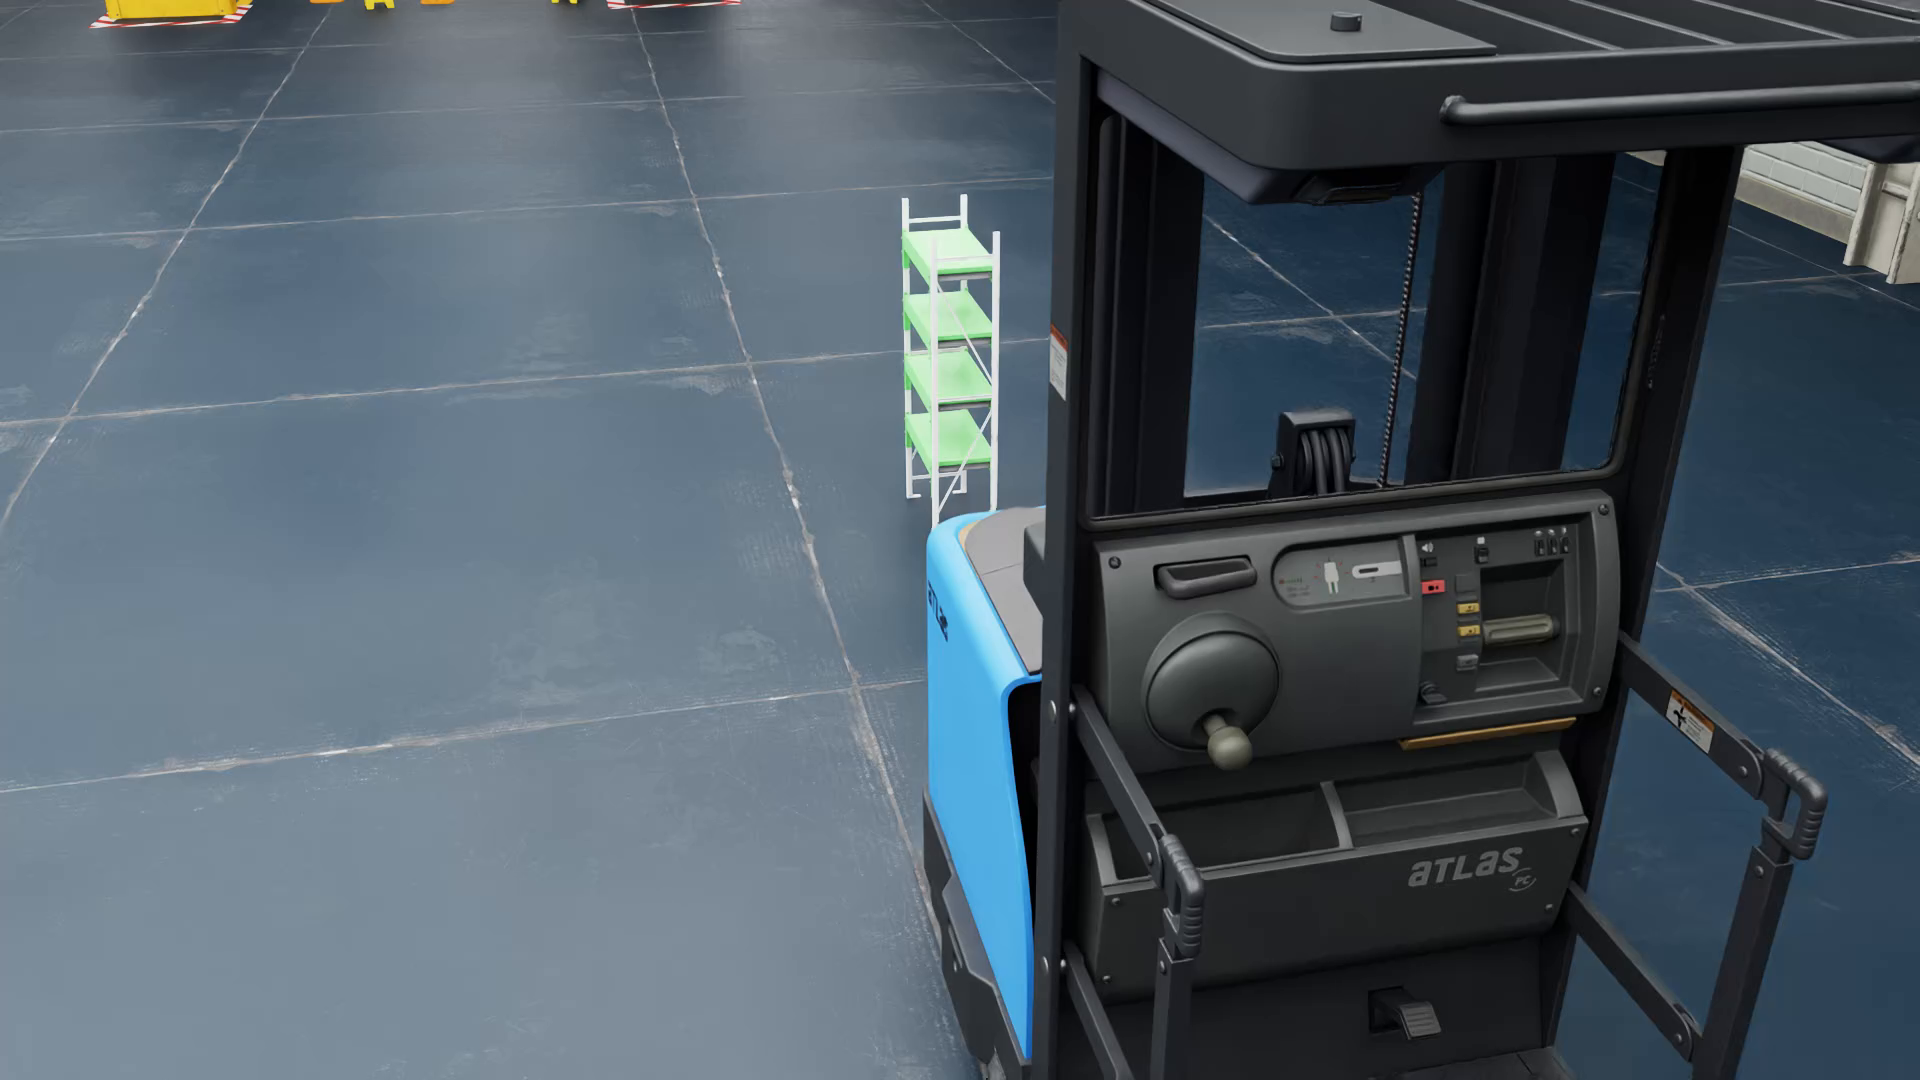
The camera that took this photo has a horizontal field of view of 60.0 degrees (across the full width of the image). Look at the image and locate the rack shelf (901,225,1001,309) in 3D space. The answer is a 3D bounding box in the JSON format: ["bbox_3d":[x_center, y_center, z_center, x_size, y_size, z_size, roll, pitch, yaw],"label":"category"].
[{"bbox_3d":[-0.037,-0.980,5.936,0.258,0.148,0.480,-6,27,-12],"label":"rack shelf"}]

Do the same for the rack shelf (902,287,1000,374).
[{"bbox_3d":[-0.037,-0.766,6.044,0.258,0.148,0.480,-6,27,-12],"label":"rack shelf"}]

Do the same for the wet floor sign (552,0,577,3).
[{"bbox_3d":[-4.115,-5.946,17.314,0.267,0.644,0.232,3,27,6],"label":"wet floor sign"}]

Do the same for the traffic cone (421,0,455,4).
[{"bbox_3d":[-5.474,-5.852,17.331,0.336,0.463,0.334,-6,27,-12],"label":"traffic cone"}]

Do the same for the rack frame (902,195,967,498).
[{"bbox_3d":[-0.092,-0.715,6.336,0.240,1.200,0.015,-6,27,-12],"label":"rack frame"}]

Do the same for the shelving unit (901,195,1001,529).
[{"bbox_3d":[-0.037,-0.608,6.124,0.258,1.200,0.503,-6,27,-12],"label":"shelving unit"}]

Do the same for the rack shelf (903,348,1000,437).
[{"bbox_3d":[-0.037,-0.551,6.152,0.258,0.148,0.480,-6,27,-12],"label":"rack shelf"}]

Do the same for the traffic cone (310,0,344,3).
[{"bbox_3d":[-6.651,-5.887,17.399,0.336,0.463,0.334,-6,27,-12],"label":"traffic cone"}]

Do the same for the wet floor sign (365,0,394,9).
[{"bbox_3d":[-5.979,-5.779,16.984,0.267,0.644,0.232,-11,29,-20],"label":"wet floor sign"}]

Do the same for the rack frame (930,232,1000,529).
[{"bbox_3d":[0.018,-0.501,5.911,0.240,1.200,0.015,-6,27,-12],"label":"rack frame"}]

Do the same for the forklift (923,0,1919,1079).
[{"bbox_3d":[0.735,0.190,2.621,1.130,2.935,3.031,-6,27,-12],"label":"forklift"}]

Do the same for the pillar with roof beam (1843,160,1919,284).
[{"bbox_3d":[0.951,-5.065,6.297,9.100,9.000,0.400,-6,27,-12],"label":"pillar with roof beam"}]

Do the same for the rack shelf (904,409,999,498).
[{"bbox_3d":[-0.037,-0.337,6.261,0.258,0.148,0.480,-6,27,-12],"label":"rack shelf"}]
